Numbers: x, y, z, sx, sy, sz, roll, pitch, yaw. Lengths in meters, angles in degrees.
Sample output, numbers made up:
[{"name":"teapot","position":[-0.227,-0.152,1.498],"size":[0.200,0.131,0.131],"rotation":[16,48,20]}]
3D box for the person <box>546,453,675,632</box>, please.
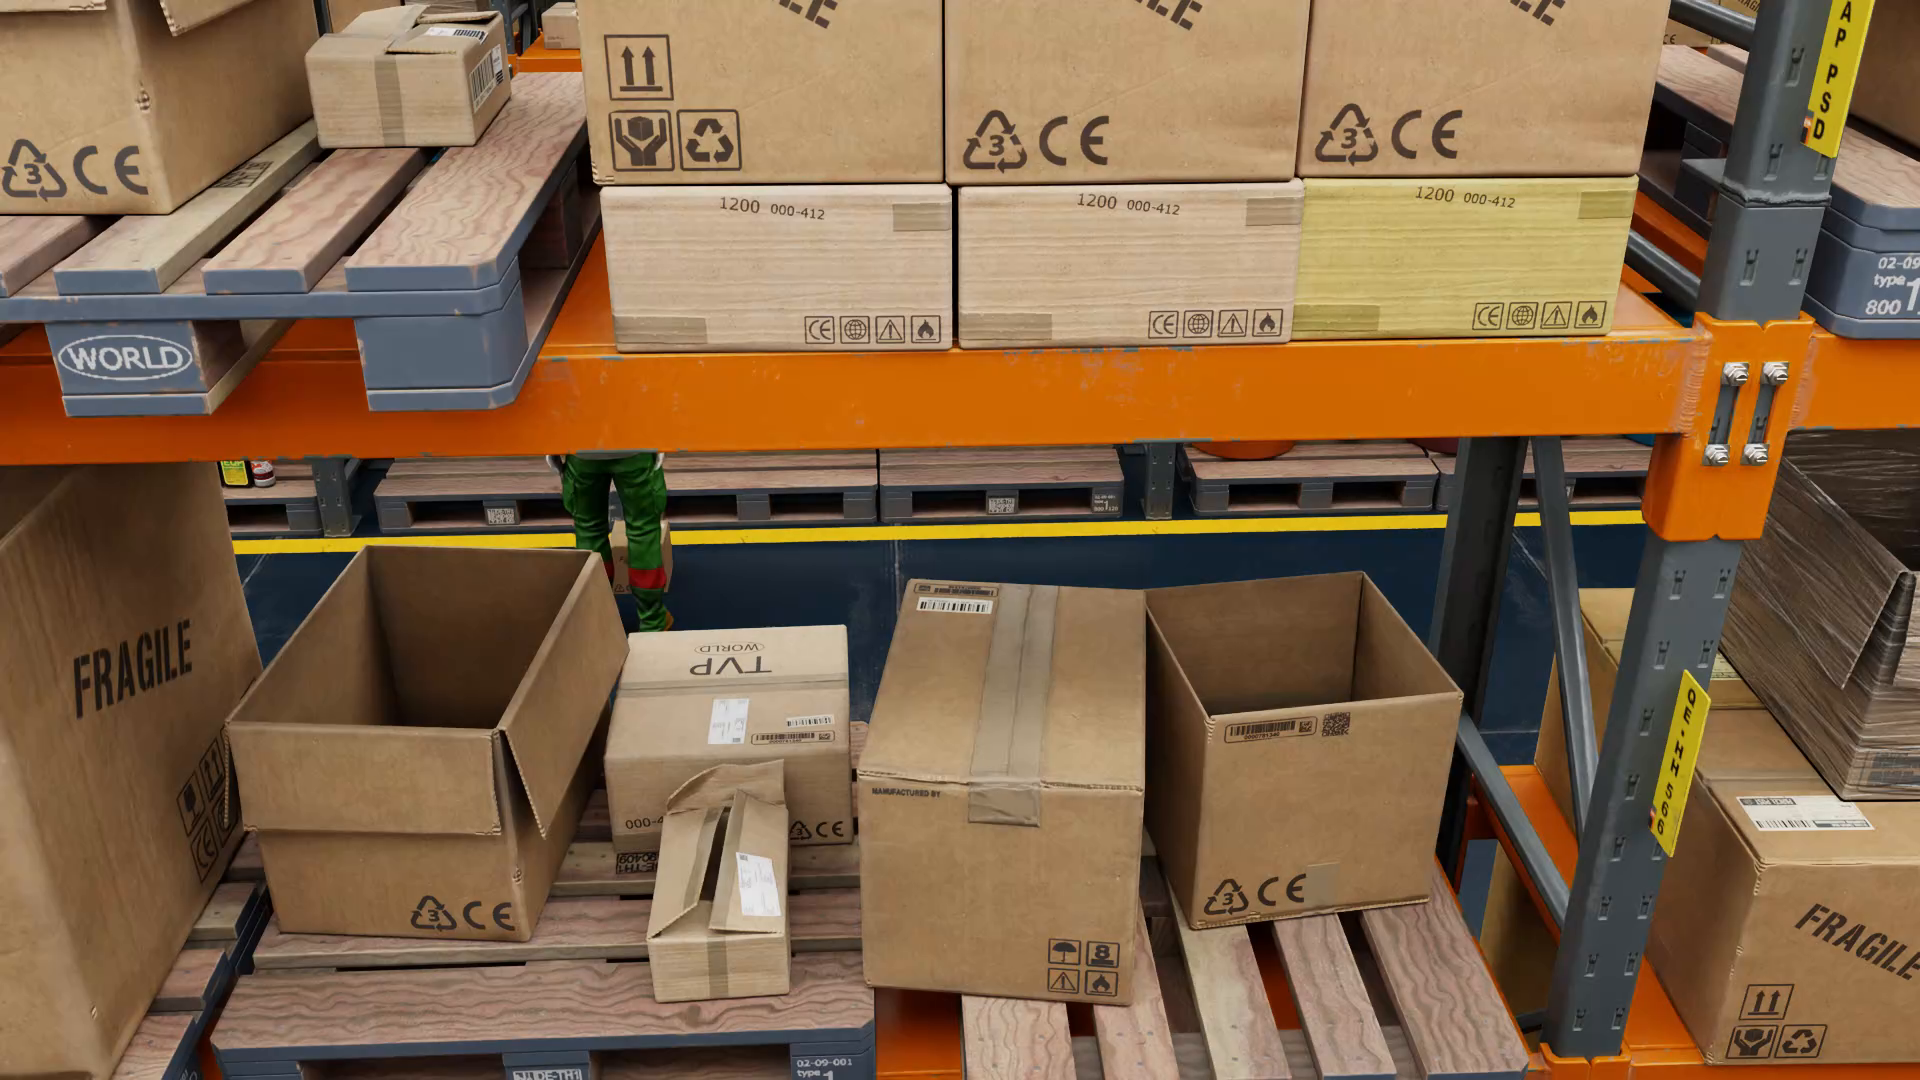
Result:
[{"name":"person","position":[-1.463,-0.397,6.868],"size":[0.525,1.785,0.353],"rotation":[-1,27,-1]}]
